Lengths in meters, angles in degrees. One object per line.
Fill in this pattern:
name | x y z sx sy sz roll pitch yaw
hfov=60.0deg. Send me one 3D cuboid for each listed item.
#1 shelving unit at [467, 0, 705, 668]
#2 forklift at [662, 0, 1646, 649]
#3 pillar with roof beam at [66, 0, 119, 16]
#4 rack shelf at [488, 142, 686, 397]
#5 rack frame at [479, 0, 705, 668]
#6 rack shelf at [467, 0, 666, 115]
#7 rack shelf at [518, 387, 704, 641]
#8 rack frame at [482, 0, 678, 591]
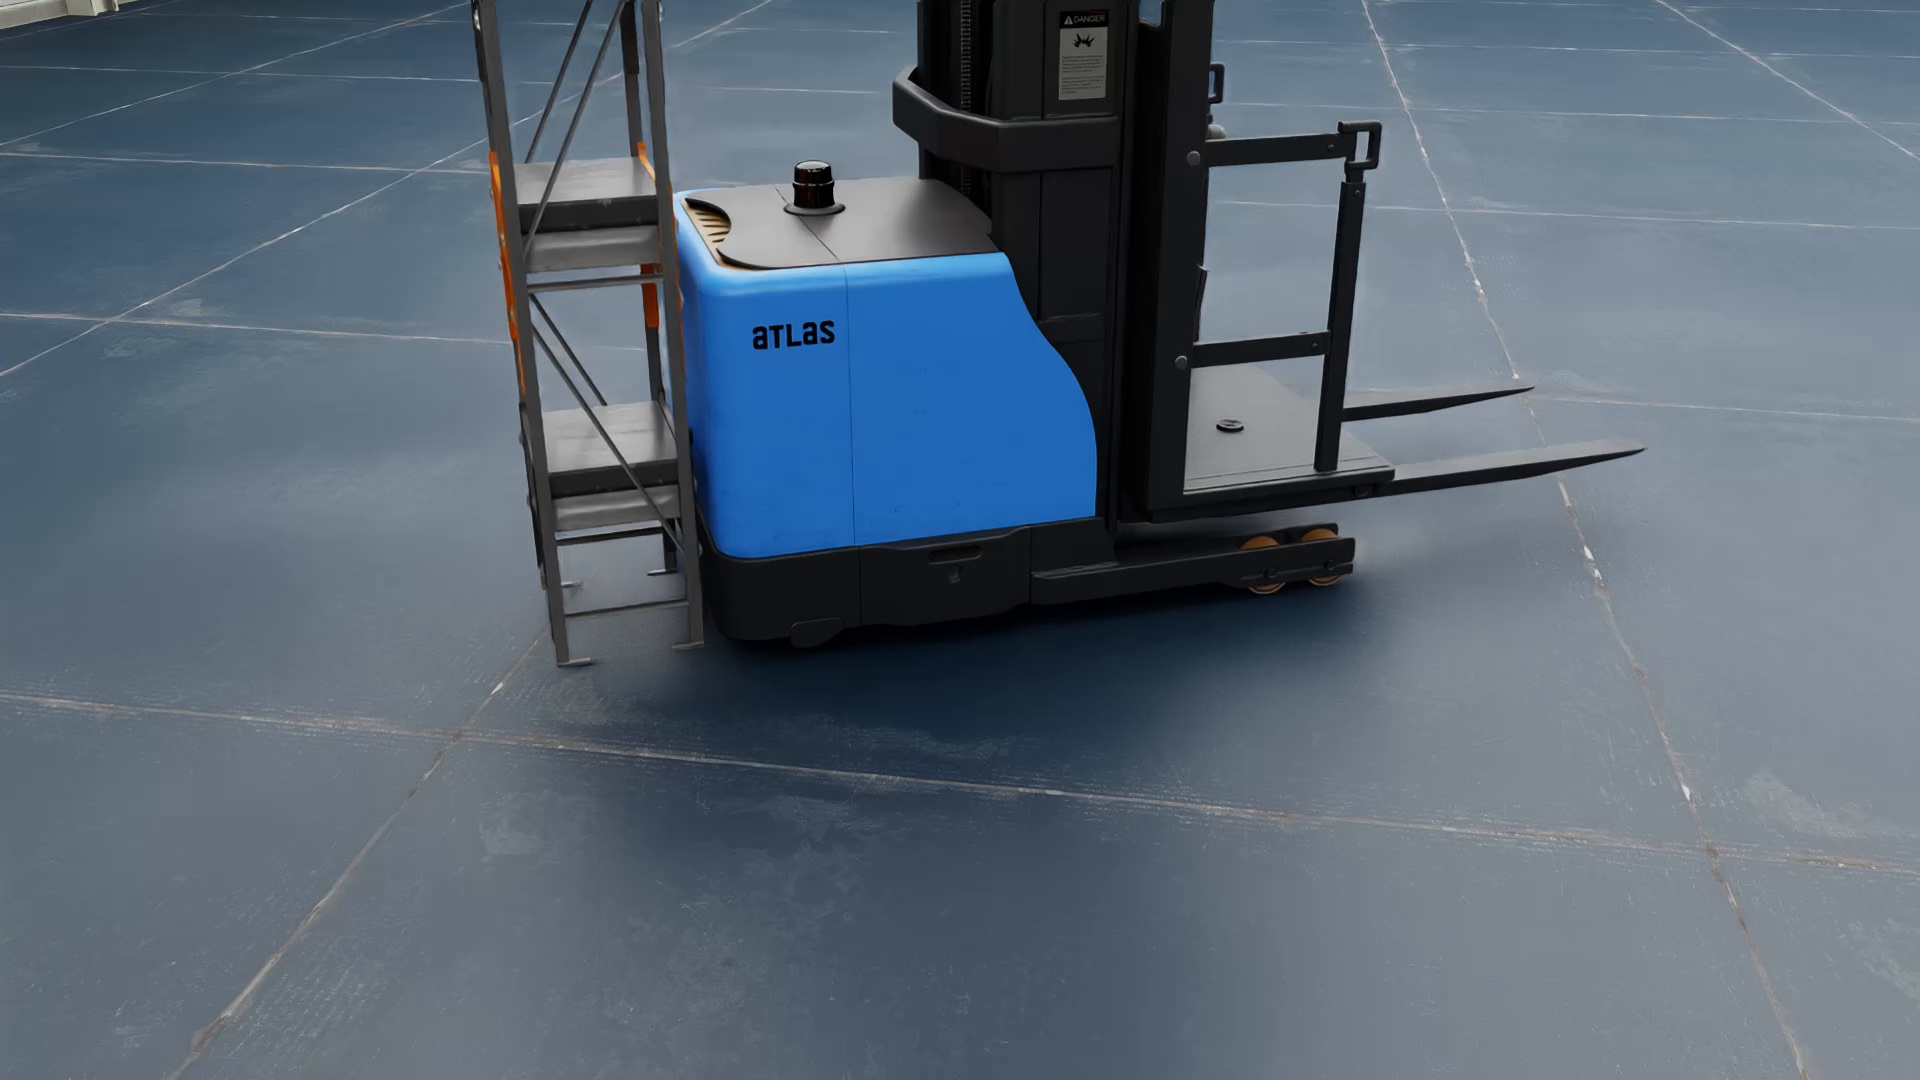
shelving unit | -0.975 -0.730 4.333 0.431 2.100 0.503 -8 26 -16
forklift | 0.667 -1.374 4.729 3.031 2.935 1.130 -7 26 -15
pillar with roof beam | -4.248 -8.944 13.743 9.100 9.000 0.400 4 25 9
rack shelf | -0.975 -0.718 4.339 0.431 0.518 0.480 -8 26 -16
rack frame | -0.902 -0.631 4.122 0.400 2.100 0.015 -8 26 -16
rack shelf | -0.975 -1.352 4.042 0.431 0.518 0.480 -8 26 -16
rack shelf | -0.975 -0.084 4.636 0.431 0.518 0.480 -8 26 -16
rack frame | -1.048 -0.829 4.544 0.400 2.100 0.015 -8 26 -16
